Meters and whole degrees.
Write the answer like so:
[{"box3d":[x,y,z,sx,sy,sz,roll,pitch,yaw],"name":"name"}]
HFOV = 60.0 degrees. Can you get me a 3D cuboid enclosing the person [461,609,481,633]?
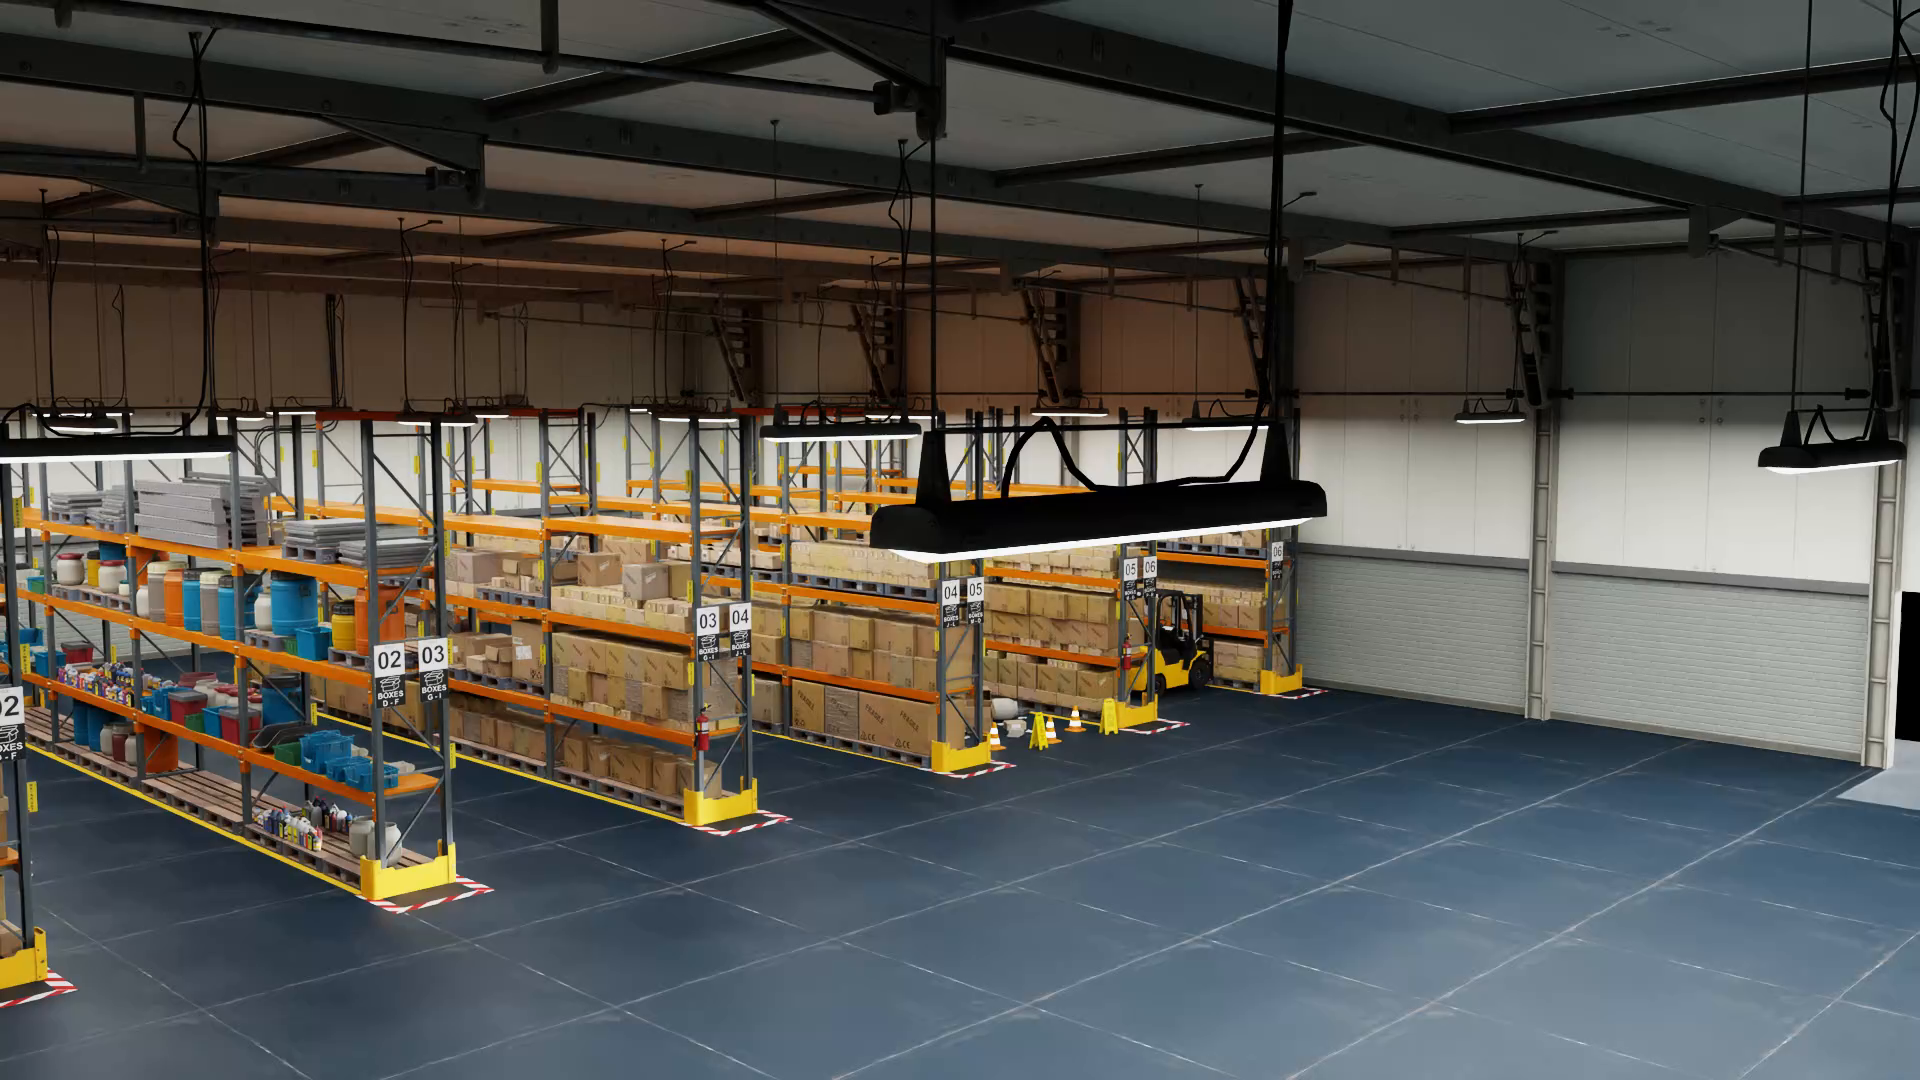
[{"box3d":[-10.317,2.297,35.375,0.656,1.782,0.456,3,6,34],"name":"person"}]
